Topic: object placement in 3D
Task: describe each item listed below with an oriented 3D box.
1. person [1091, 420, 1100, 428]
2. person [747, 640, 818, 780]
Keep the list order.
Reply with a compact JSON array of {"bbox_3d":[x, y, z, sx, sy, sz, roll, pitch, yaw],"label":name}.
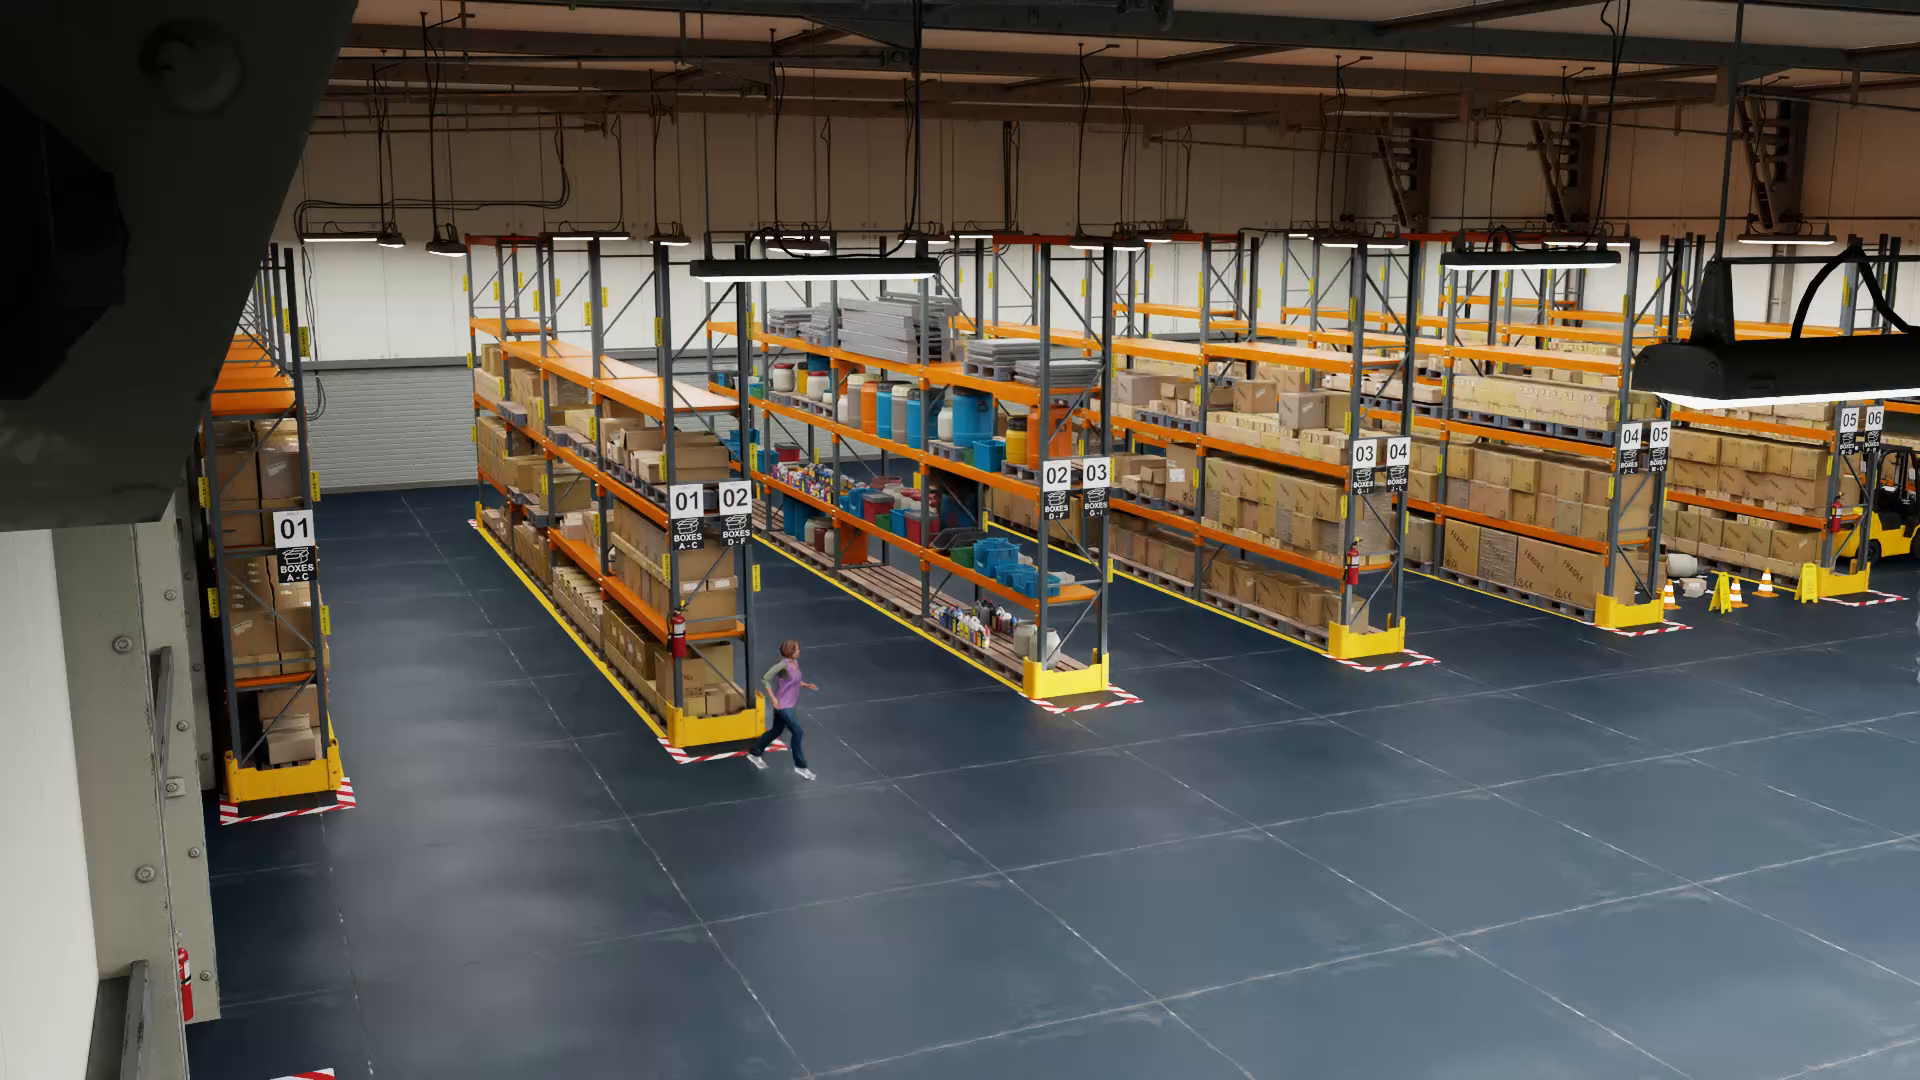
[{"bbox_3d":[3.087,-1.943,38.343,0.720,1.794,1.042,-4,12,-20],"label":"person"},{"bbox_3d":[-2.045,1.922,19.041,0.848,1.619,0.485,1,11,6],"label":"person"}]
